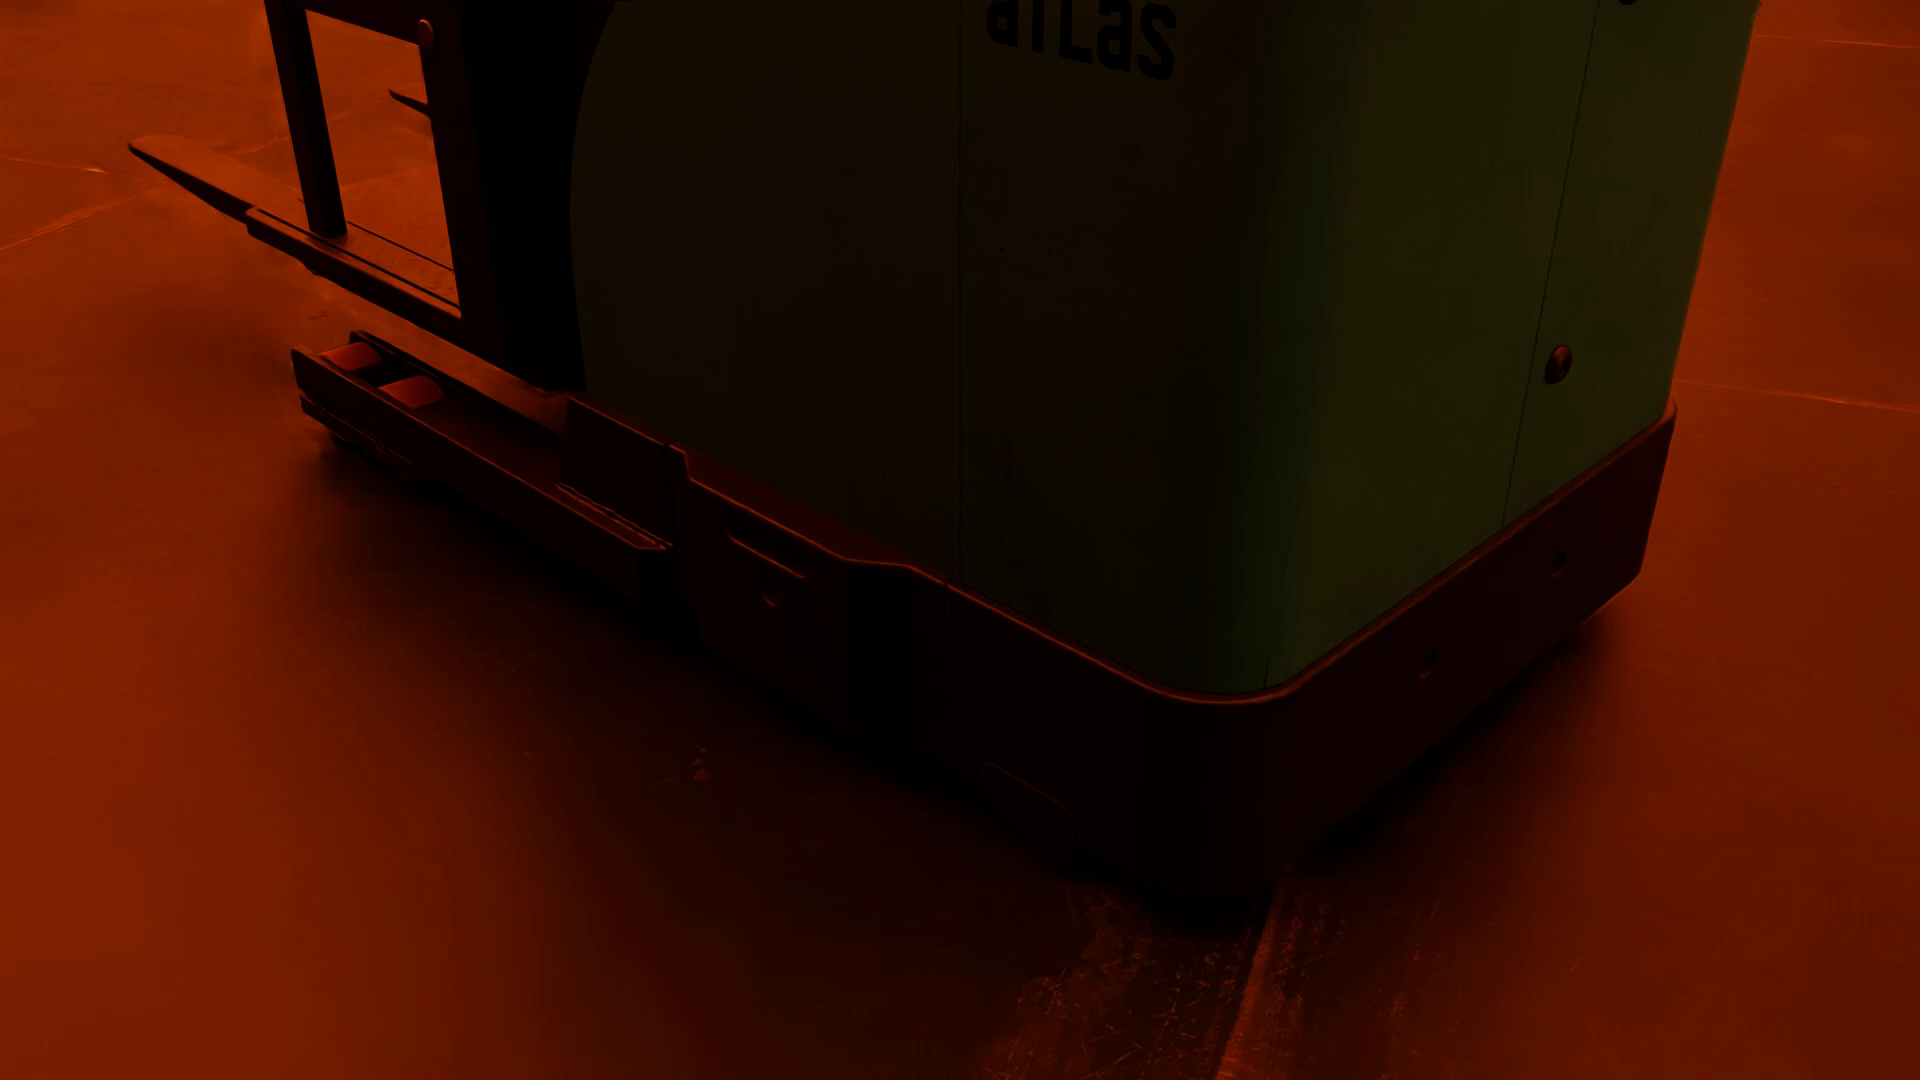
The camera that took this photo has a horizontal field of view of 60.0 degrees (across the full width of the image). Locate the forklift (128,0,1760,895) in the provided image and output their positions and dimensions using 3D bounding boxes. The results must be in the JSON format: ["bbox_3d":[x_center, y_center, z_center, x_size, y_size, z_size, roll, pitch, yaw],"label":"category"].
[{"bbox_3d":[-0.462,-1.531,2.230,3.031,2.935,1.130,26,38,37],"label":"forklift"}]
